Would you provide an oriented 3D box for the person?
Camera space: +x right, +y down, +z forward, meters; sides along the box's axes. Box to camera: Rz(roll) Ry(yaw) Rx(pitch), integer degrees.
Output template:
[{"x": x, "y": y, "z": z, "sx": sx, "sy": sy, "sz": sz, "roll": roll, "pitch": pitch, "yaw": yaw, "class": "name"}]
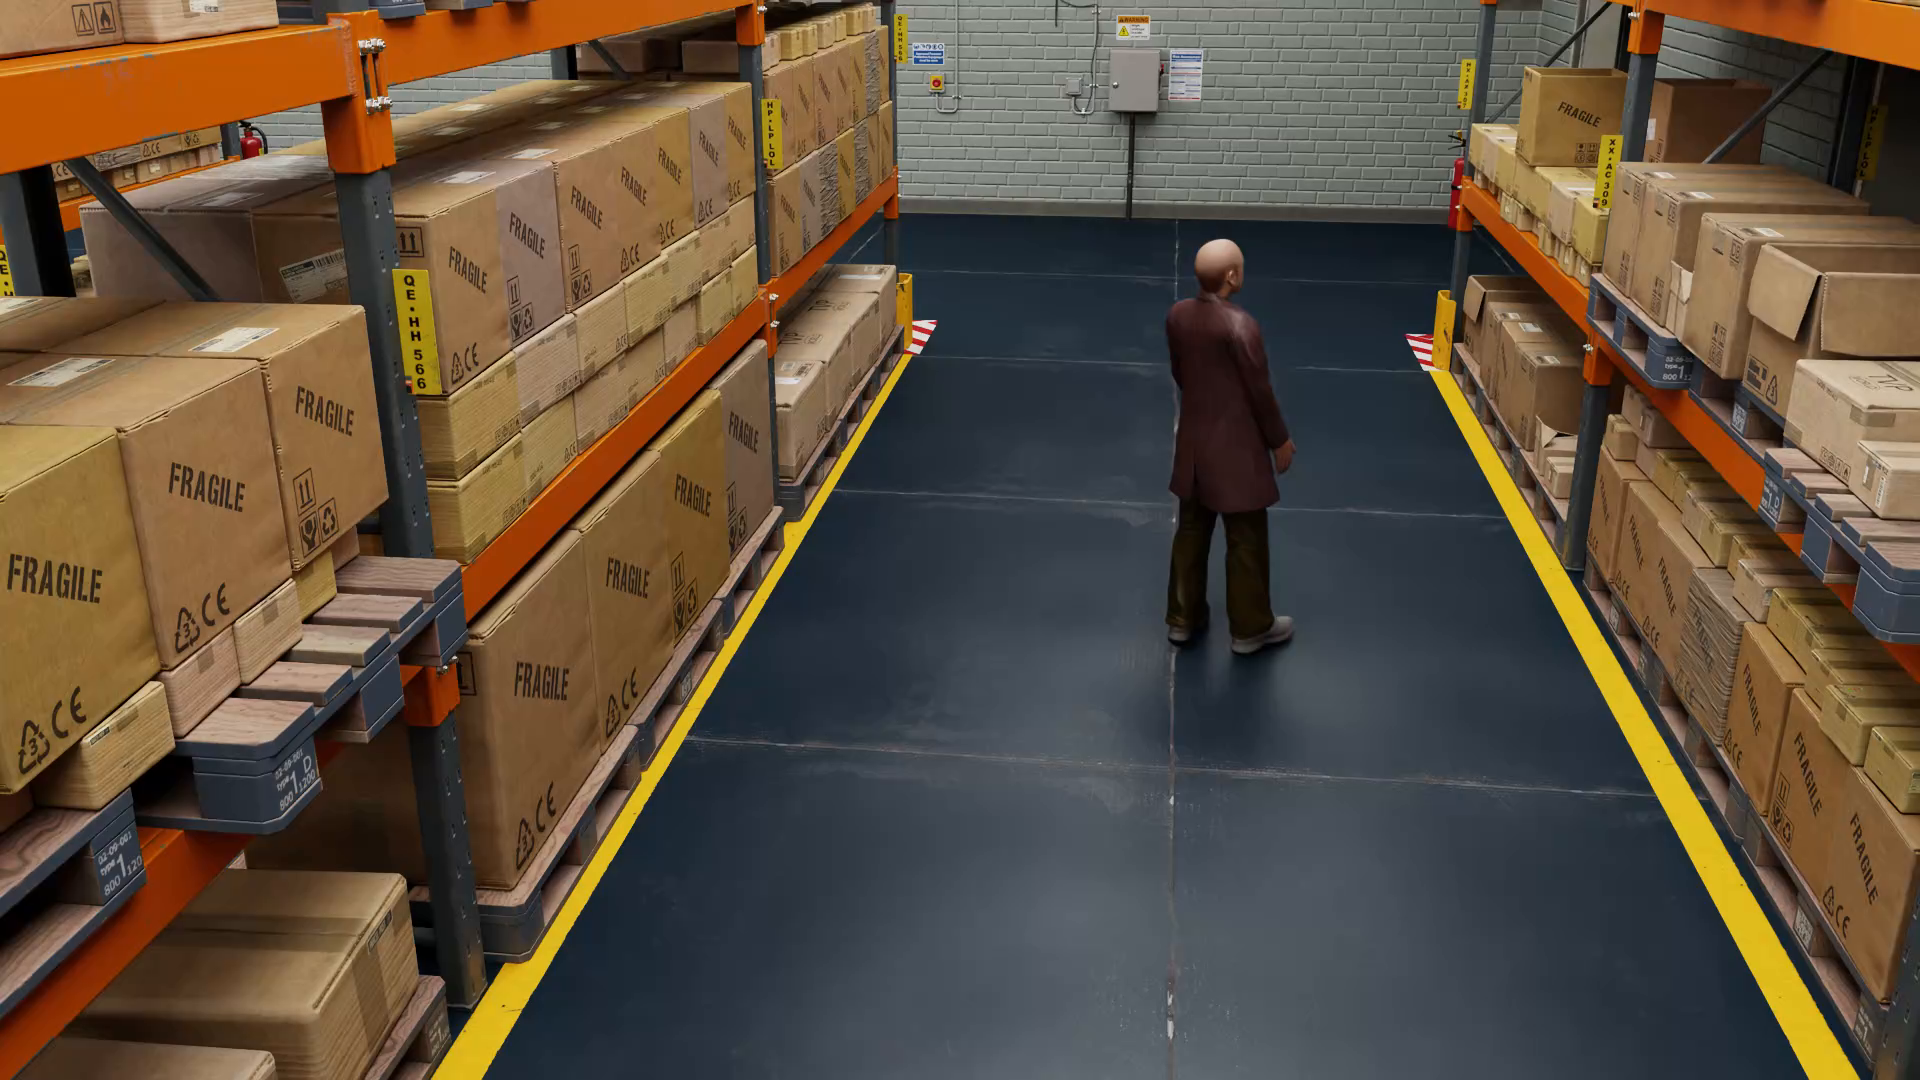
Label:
[{"x": 1.186, "y": -0.411, "z": 7.127, "sx": 0.536, "sy": 1.786, "sz": 0.577, "roll": -12, "pitch": 24, "yaw": -28, "class": "person"}]
